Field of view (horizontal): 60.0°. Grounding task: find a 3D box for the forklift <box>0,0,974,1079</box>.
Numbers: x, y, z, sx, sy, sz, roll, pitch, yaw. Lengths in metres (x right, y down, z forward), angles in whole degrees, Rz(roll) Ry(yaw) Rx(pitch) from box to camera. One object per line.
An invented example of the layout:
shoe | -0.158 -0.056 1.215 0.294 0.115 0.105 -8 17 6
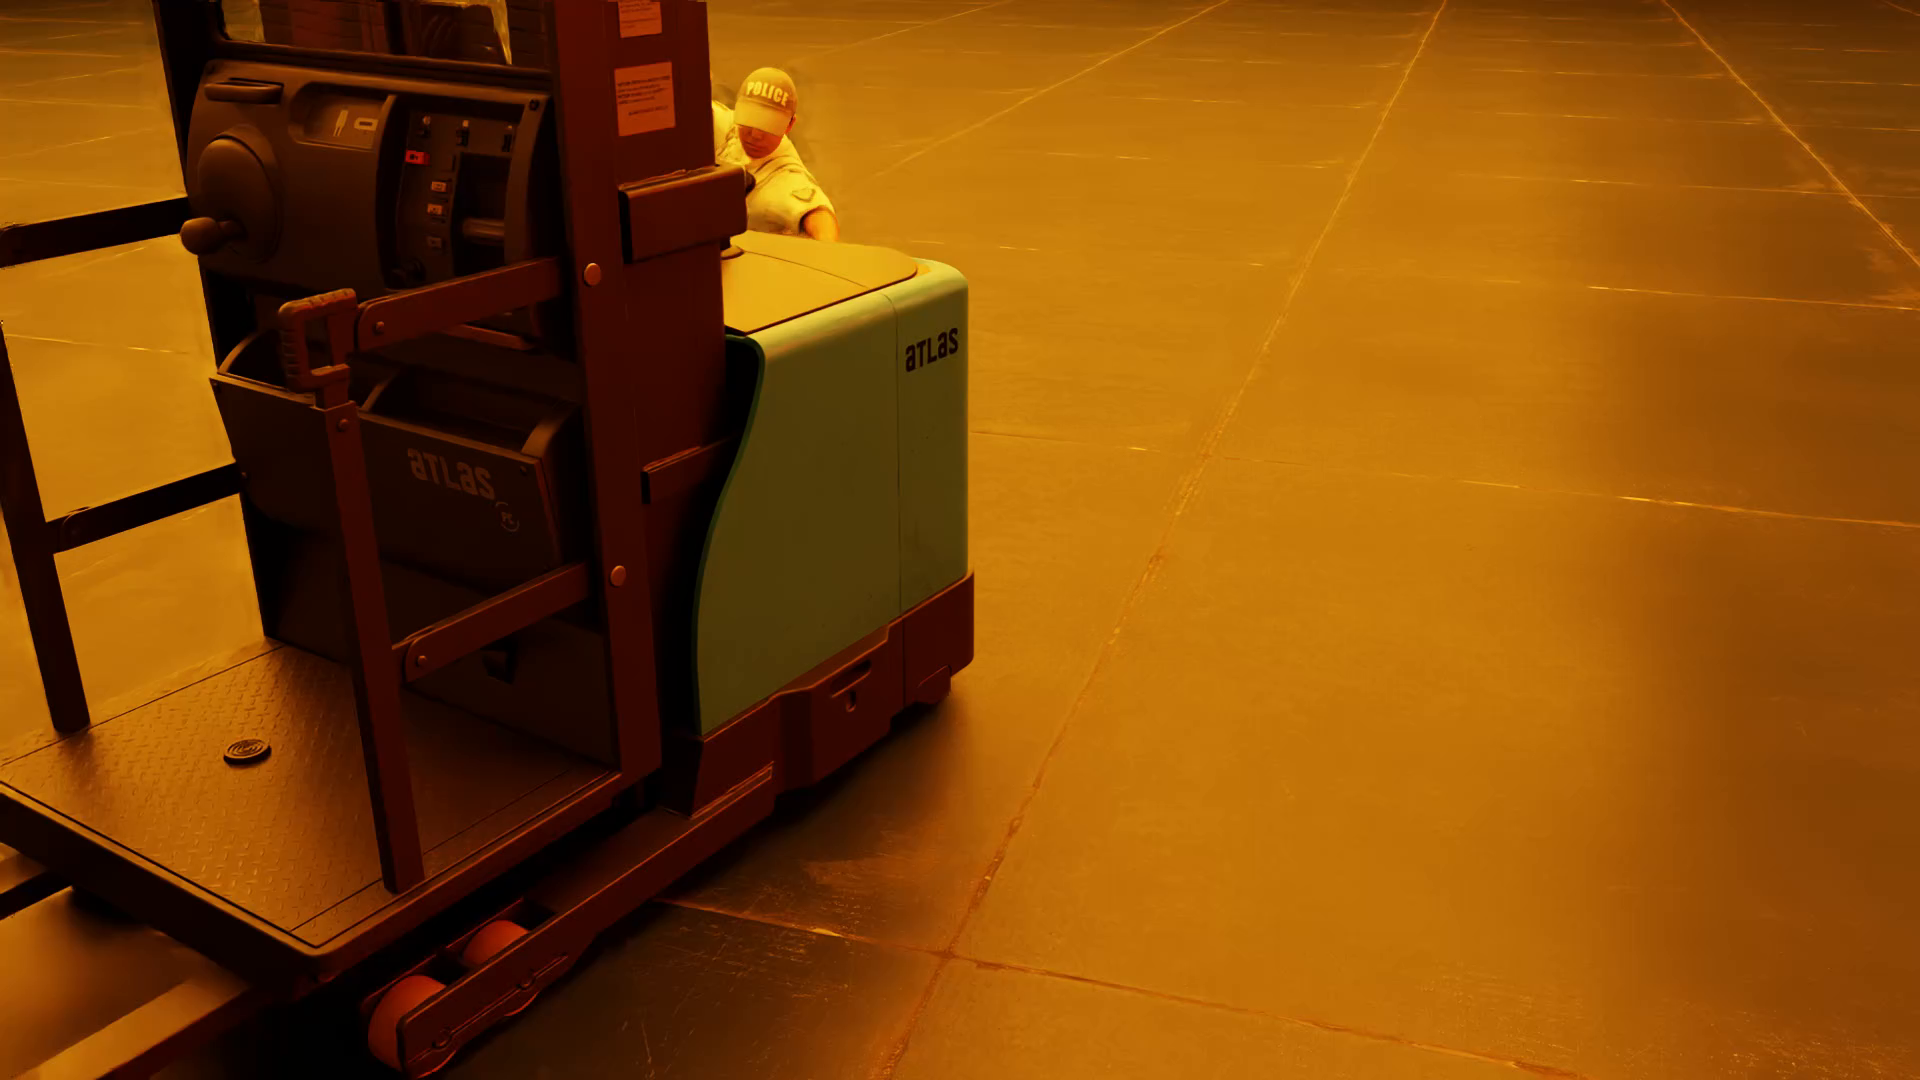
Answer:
forklift | -1.196 -0.635 2.817 1.130 2.935 3.031 14 26 31

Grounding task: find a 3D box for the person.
person | -0.733 -0.698 5.031 0.929 1.386 0.922 1 22 2
